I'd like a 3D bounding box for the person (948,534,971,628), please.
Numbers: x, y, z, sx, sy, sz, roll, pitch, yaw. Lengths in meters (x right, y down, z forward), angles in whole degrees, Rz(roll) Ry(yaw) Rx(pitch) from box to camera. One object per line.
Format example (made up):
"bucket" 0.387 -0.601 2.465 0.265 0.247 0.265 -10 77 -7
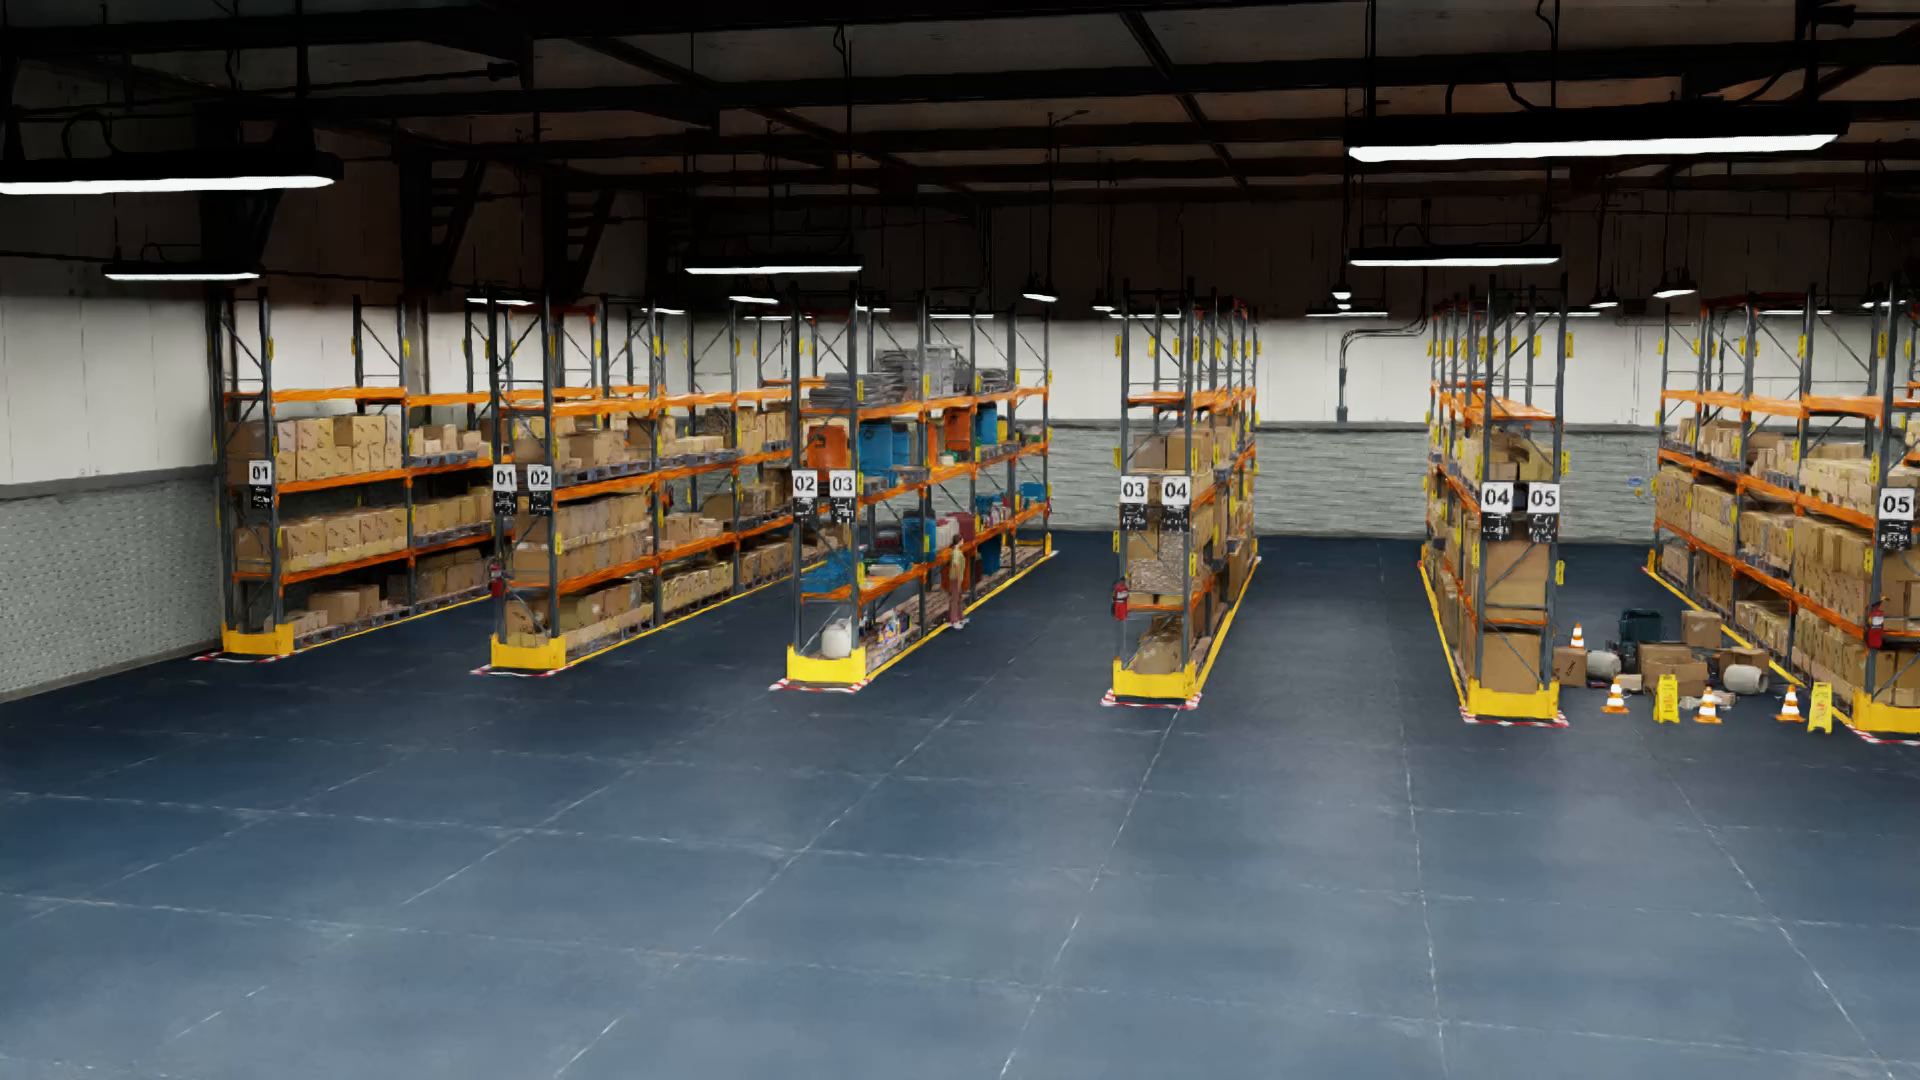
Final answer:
"person" -0.011 0.721 29.930 0.454 1.679 0.537 -1 7 -8

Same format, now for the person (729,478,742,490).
"person" -5.644 -0.720 41.996 0.385 1.769 0.703 0 7 4
